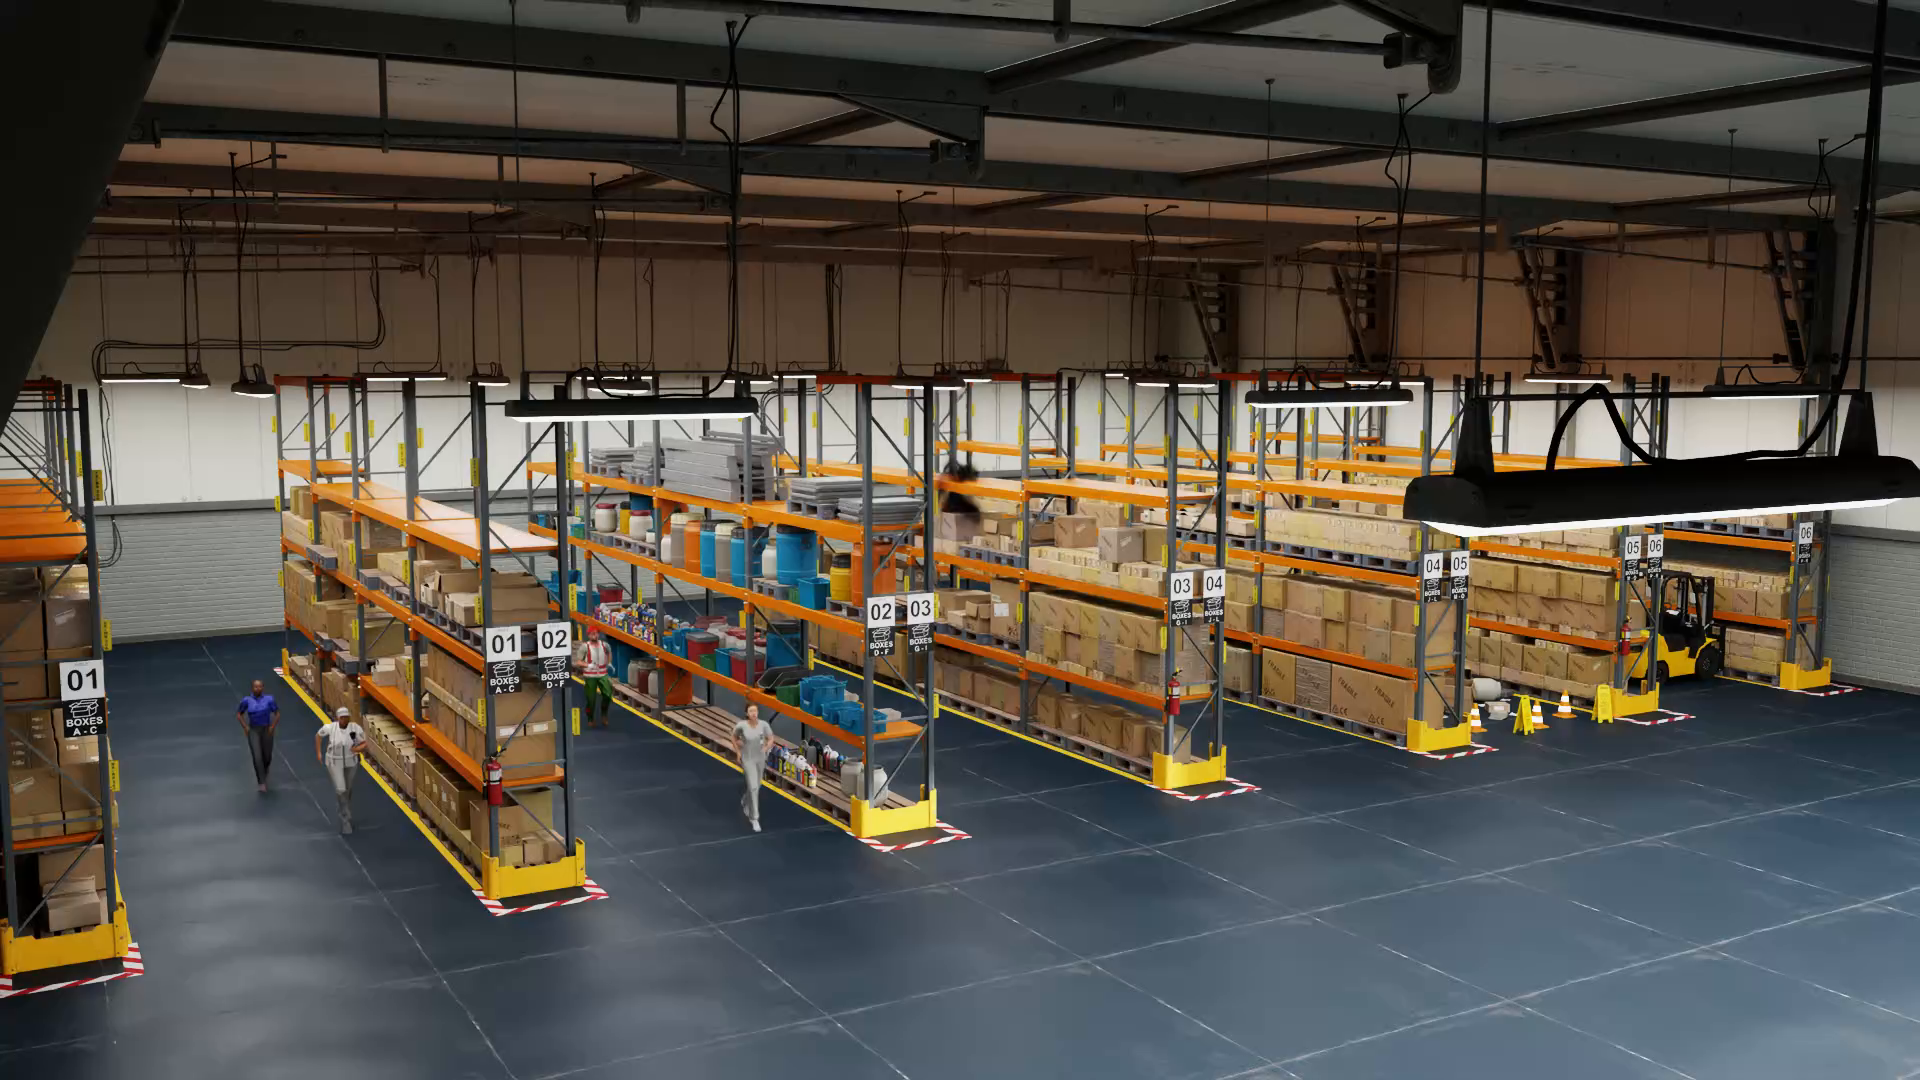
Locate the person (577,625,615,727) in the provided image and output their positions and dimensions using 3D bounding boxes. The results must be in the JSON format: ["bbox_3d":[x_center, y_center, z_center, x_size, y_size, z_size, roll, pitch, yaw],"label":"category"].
[{"bbox_3d":[-6.195,2.341,28.389,0.671,1.762,0.664,-3,7,-27],"label":"person"}]

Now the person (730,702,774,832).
[{"bbox_3d":[-2.801,3.032,22.580,0.557,1.712,0.753,-3,7,-25],"label":"person"}]

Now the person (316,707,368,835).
[{"bbox_3d":[-8.323,3.070,22.435,0.627,1.713,0.841,-4,7,-29],"label":"person"}]

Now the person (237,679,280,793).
[{"bbox_3d":[-10.336,2.847,24.537,0.590,1.640,0.743,-3,7,-26],"label":"person"}]
